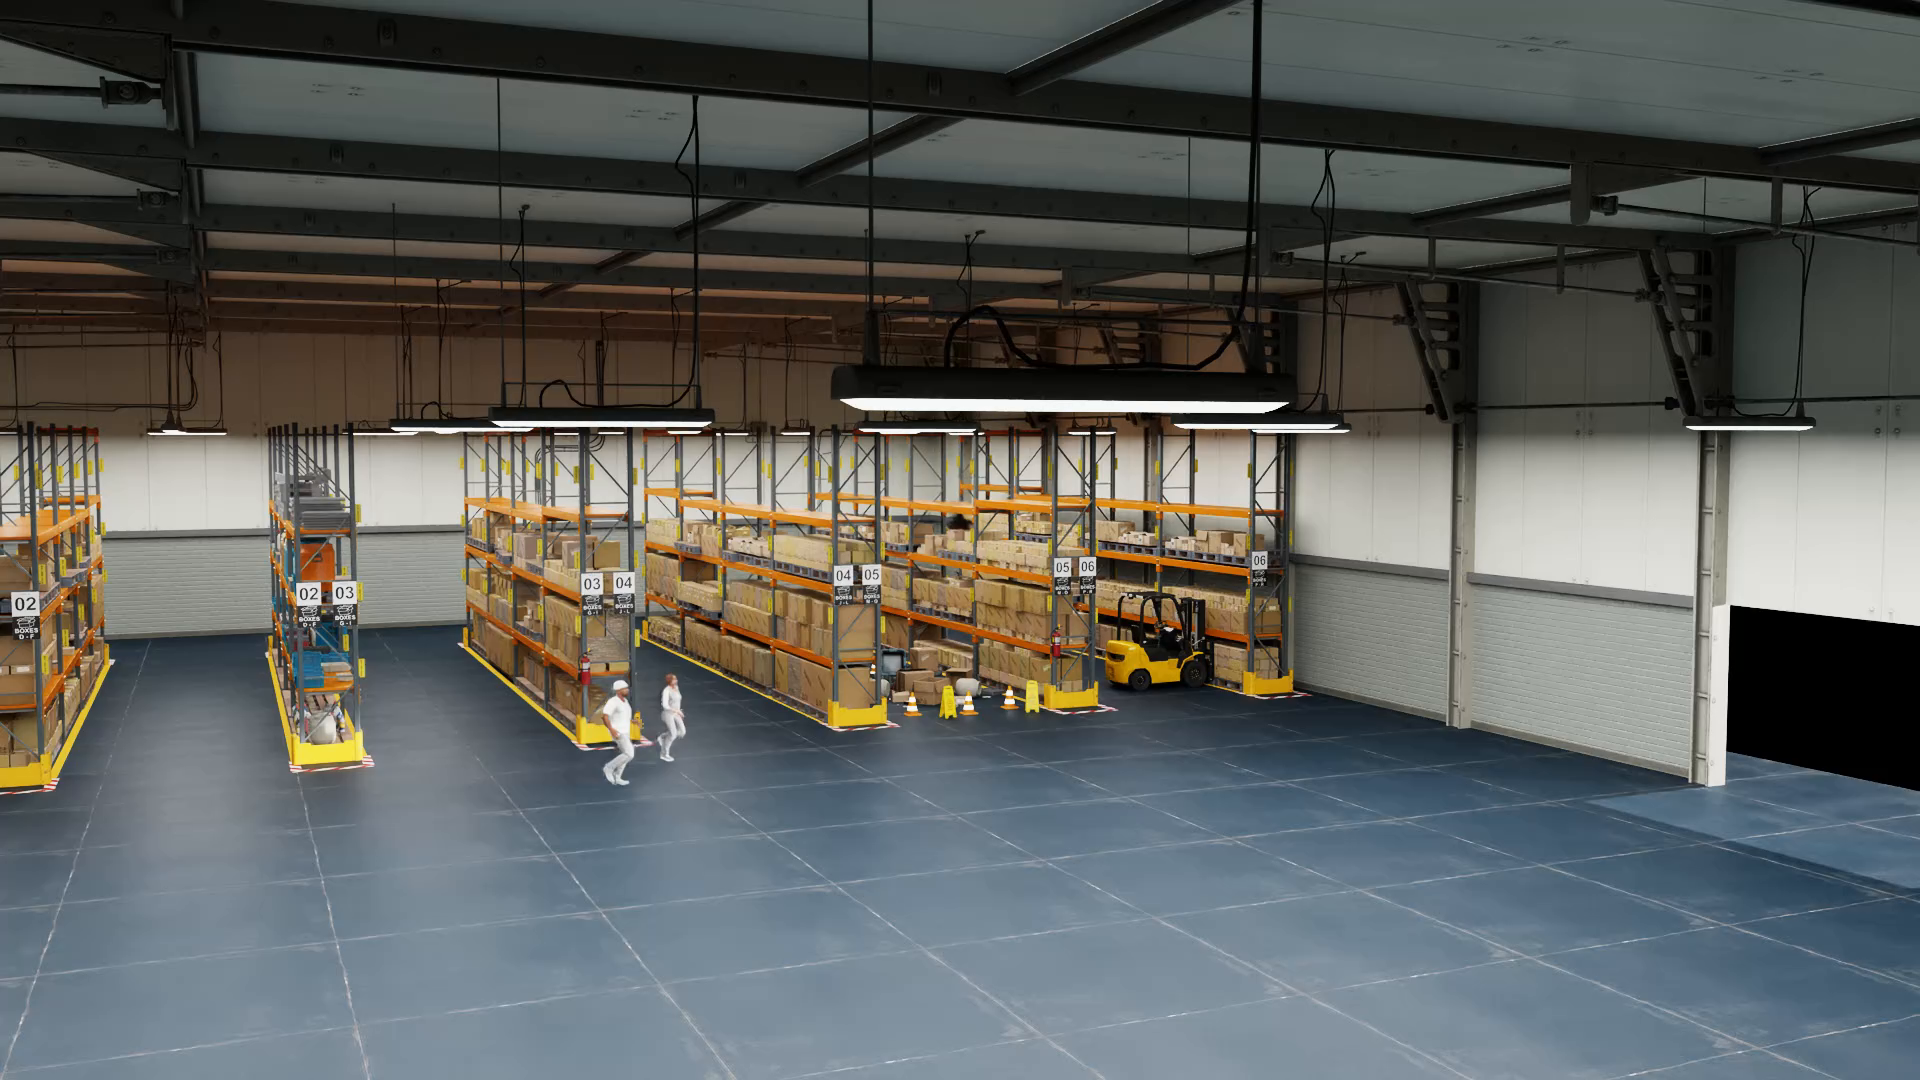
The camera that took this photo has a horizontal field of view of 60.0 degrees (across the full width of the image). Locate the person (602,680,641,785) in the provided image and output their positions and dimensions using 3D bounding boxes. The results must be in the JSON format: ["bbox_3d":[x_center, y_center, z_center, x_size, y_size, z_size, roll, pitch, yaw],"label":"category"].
[{"bbox_3d":[-5.594,3.177,27.481,0.575,1.730,0.712,0,4,5],"label":"person"}]

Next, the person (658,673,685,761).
[{"bbox_3d":[-5.124,3.145,29.600,0.604,1.561,0.570,1,4,22],"label":"person"}]
